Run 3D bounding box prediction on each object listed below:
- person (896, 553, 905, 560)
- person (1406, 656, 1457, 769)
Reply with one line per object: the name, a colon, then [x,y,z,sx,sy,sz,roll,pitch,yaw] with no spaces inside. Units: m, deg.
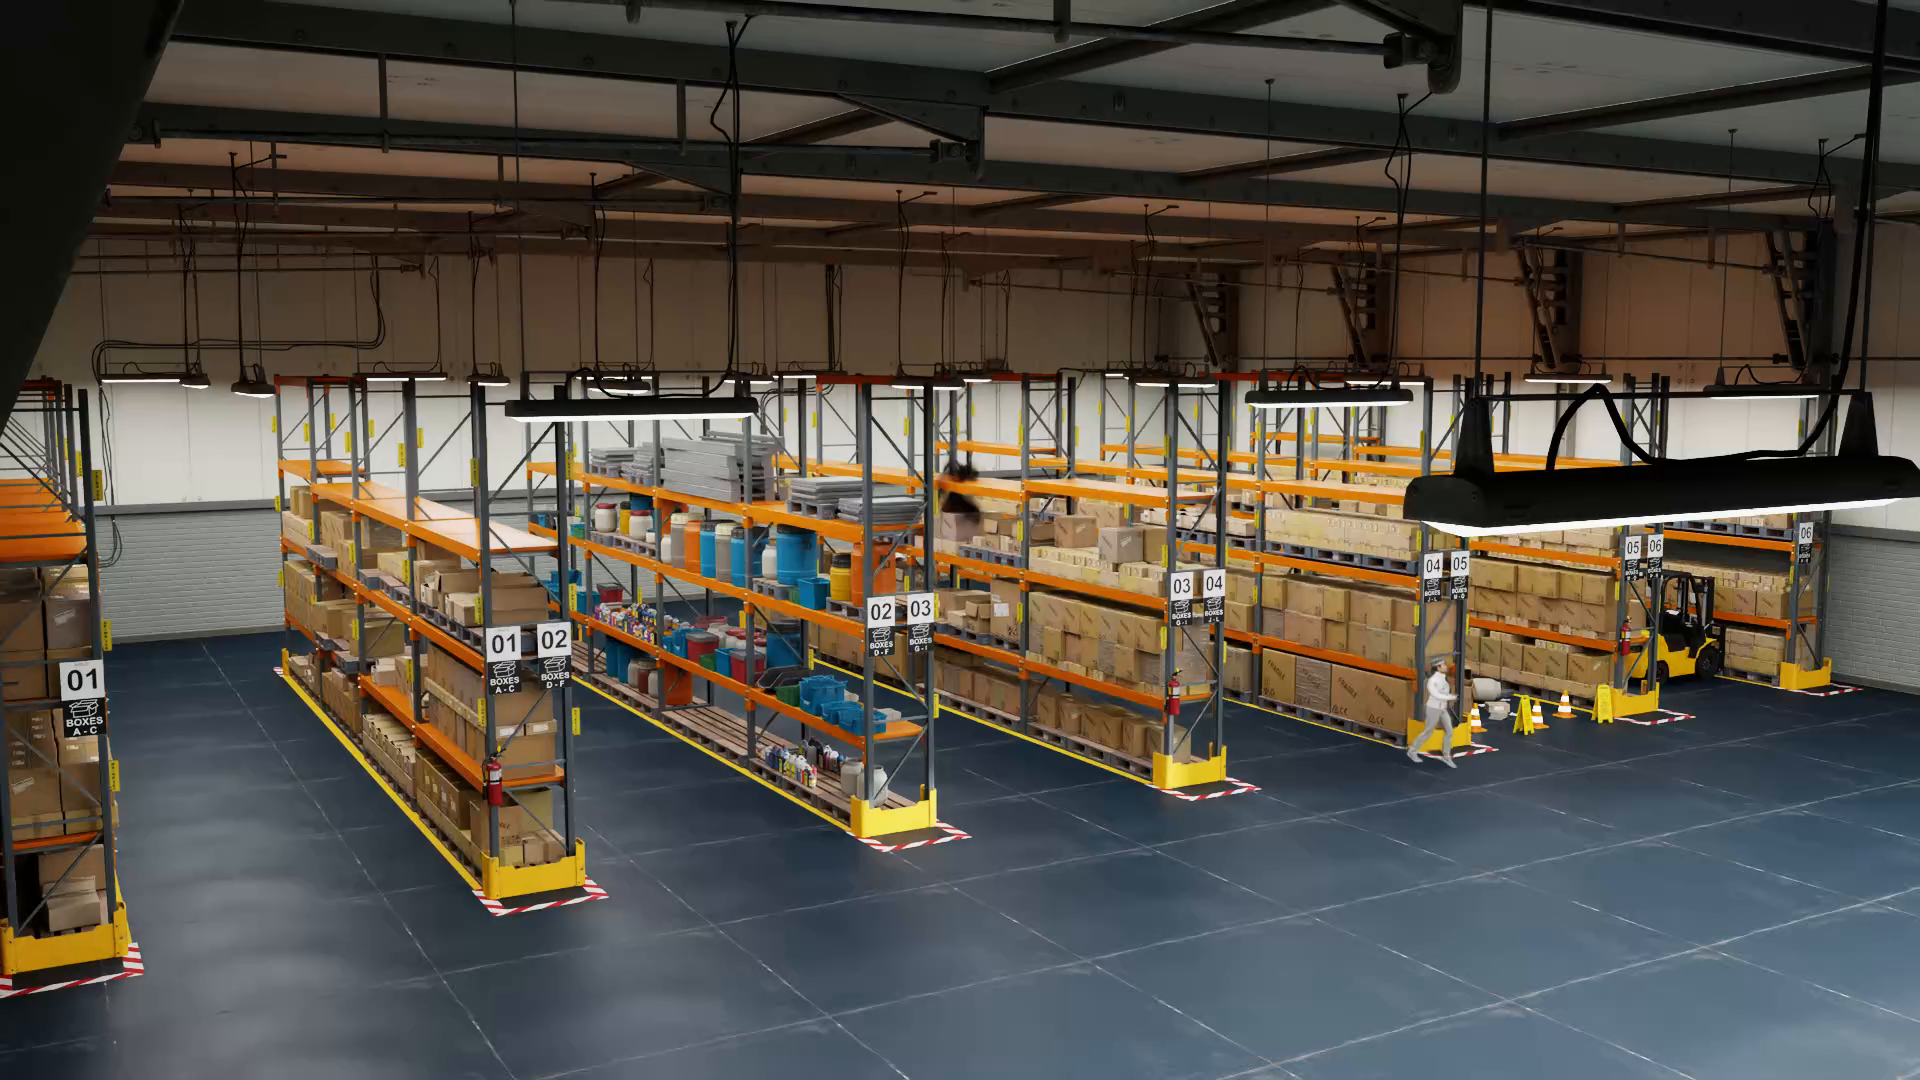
person: [-1.538,1.150,39.676,0.714,1.687,0.568,0,6,-2]
person: [7.404,2.653,25.883,0.786,1.717,0.641,4,7,30]
